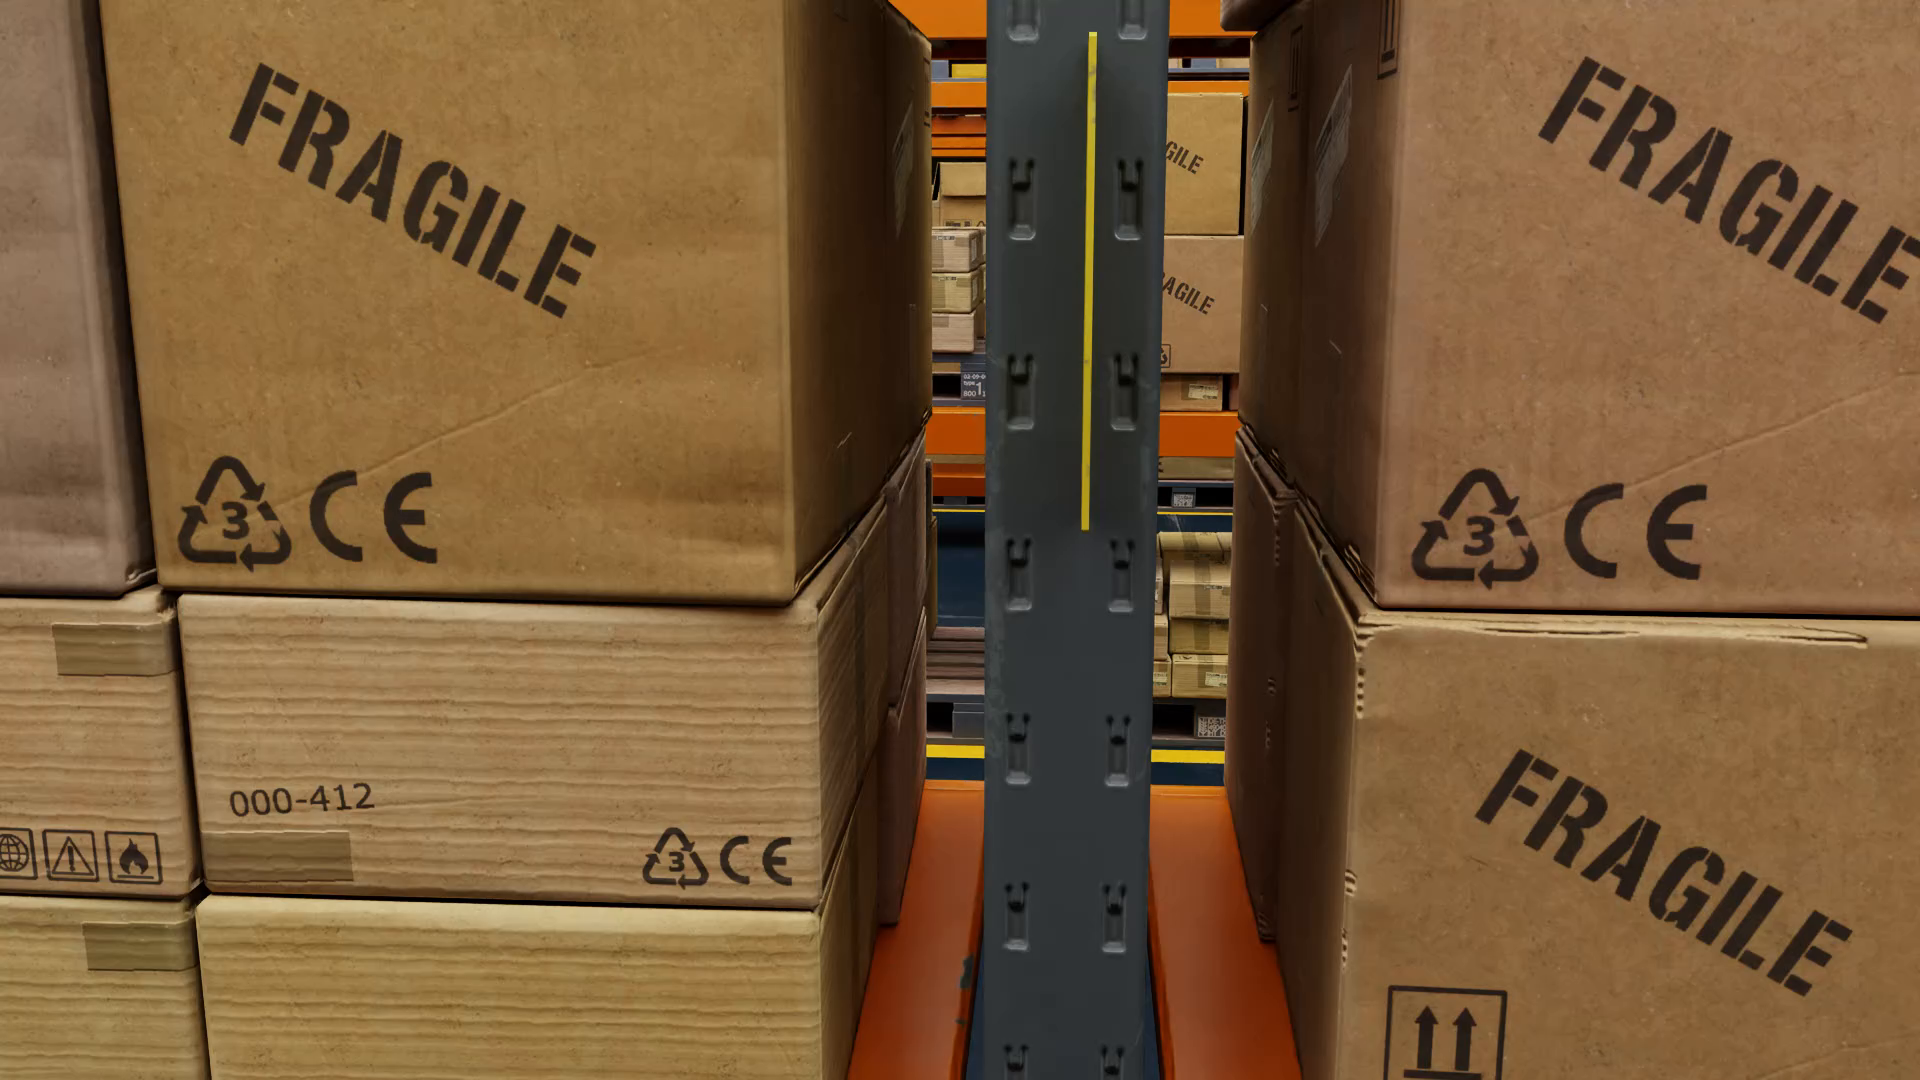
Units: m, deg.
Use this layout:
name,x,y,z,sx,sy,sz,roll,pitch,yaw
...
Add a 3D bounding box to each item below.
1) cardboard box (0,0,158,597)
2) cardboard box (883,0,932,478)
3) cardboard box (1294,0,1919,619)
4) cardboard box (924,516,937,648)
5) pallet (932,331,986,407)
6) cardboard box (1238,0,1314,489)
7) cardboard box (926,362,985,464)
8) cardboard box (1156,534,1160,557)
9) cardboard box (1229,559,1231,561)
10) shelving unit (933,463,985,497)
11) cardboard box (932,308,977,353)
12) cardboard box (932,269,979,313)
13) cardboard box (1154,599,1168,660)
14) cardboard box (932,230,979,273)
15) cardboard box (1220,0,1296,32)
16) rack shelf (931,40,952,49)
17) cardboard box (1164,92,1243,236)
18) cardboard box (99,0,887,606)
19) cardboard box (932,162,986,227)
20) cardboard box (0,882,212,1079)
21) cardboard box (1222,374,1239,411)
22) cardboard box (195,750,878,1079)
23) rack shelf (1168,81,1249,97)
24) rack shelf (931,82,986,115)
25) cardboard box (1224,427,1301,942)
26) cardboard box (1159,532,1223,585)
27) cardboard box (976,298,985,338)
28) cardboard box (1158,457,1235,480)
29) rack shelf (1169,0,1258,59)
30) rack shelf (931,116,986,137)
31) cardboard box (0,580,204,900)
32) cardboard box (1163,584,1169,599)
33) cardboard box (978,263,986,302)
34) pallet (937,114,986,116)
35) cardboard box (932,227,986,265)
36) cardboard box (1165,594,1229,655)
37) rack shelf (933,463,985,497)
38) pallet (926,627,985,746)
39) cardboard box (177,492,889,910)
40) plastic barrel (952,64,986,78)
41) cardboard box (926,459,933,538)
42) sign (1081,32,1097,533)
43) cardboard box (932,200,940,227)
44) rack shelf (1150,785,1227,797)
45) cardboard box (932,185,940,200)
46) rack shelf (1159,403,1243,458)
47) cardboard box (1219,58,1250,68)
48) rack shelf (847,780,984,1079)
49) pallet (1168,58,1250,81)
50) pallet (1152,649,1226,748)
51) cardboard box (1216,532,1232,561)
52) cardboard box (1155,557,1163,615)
name,x,y,z,sx,sy,sz,roll,pitch,yaw
cardboard box,-0.865,-0.255,1.477,0.500,0.500,0.500,1,12,5
cardboard box,-0.305,-0.360,1.975,0.500,0.500,0.500,1,12,4
cardboard box,0.573,-0.239,1.398,0.500,0.500,0.500,1,12,4
cardboard box,-0.375,0.184,7.140,0.500,0.500,0.500,1,12,6
pallet,-0.409,-0.716,6.831,1.213,0.211,1.003,1,12,4
cardboard box,0.604,-0.345,1.905,0.500,0.500,0.500,1,12,3
cardboard box,0.137,-0.951,11.654,0.875,0.875,1.225,1,12,4
cardboard box,0.717,0.081,7.038,0.250,0.149,0.380,1,12,5
cardboard box,1.201,0.186,6.538,0.250,0.149,0.380,1,12,3
shelving unit,0.007,-0.550,10.152,1.048,1.125,0.538,1,12,4
cardboard box,-0.065,-0.817,6.435,0.250,0.149,0.380,1,12,2
cardboard box,-0.066,-0.963,6.405,0.250,0.149,0.380,1,12,5
cardboard box,0.685,0.345,6.502,0.250,0.149,0.380,1,12,6
cardboard box,-0.069,-1.109,6.377,0.250,0.149,0.380,1,12,6
cardboard box,0.443,-0.673,1.890,0.250,0.149,0.380,1,12,3
rack shelf,-1.651,-2.008,6.497,3.809,0.124,0.919,1,12,4
cardboard box,0.778,-1.397,6.209,0.500,0.500,0.500,1,12,5
cardboard box,-0.348,-0.250,1.450,0.500,0.500,0.500,1,12,6
cardboard box,0.139,-2.328,11.378,0.637,0.503,0.797,0,12,2
cardboard box,-0.858,0.355,1.611,0.500,0.250,0.500,1,12,3
cardboard box,1.137,-0.594,6.397,0.250,0.149,0.380,0,12,1
cardboard box,-0.350,0.362,1.577,0.500,0.250,0.500,1,12,2
rack shelf,2.772,-2.870,11.093,4.000,0.370,1.077,1,12,4
rack shelf,-1.219,-2.925,11.354,4.000,0.370,1.077,1,12,4
cardboard box,0.594,0.149,1.988,0.500,0.500,0.500,1,12,4
cardboard box,0.974,0.077,7.060,0.250,0.149,0.380,1,12,4
cardboard box,-0.018,-0.951,7.077,0.250,0.149,0.380,0,12,1
cardboard box,1.430,-0.921,11.510,0.875,0.875,0.875,1,12,4
rack shelf,2.340,-1.858,6.255,4.000,0.370,1.077,1,12,4
rack shelf,-0.888,-3.936,16.191,4.000,0.370,1.077,1,12,4
cardboard box,-0.841,0.110,1.560,0.500,0.250,0.500,1,12,5
cardboard box,0.951,0.216,7.122,0.250,0.149,0.380,0,12,1
cardboard box,-0.018,-1.097,7.047,0.250,0.149,0.380,1,12,5
pallet,0.319,-4.160,15.962,1.003,0.211,1.213,1,12,4
cardboard box,-0.018,-1.242,7.016,0.250,0.149,0.380,1,12,7
cardboard box,0.943,0.330,6.573,0.250,0.149,0.380,1,12,4
rack shelf,0.007,-0.311,10.203,1.000,0.278,0.538,1,12,4
pallet,-0.433,0.585,6.954,1.213,0.211,1.003,1,12,4
cardboard box,-0.342,0.116,1.534,0.500,0.250,0.500,1,12,4
plastic barrel,0.183,-4.530,15.786,0.600,0.588,0.600,0,12,0
cardboard box,-0.375,-0.182,7.062,0.500,0.250,0.500,0,12,1
sign,0.088,-0.174,1.137,0.005,0.325,0.100,1,12,4
cardboard box,-0.325,-4.071,21.133,0.500,0.500,0.700,-2,12,-11
rack shelf,2.110,0.623,1.721,4.000,0.370,1.077,1,12,4
cardboard box,-0.241,-5.365,25.740,0.500,0.250,0.500,1,12,3
rack shelf,2.506,-1.610,8.795,4.006,1.845,5.958,1,12,4
cardboard box,3.428,-5.795,20.635,0.500,0.500,0.700,1,12,4
rack shelf,-1.881,0.568,1.983,4.000,0.370,1.077,1,12,4
pallet,1.592,-3.193,11.095,1.213,0.211,1.003,1,12,4
pallet,1.017,0.598,6.896,1.213,0.211,1.003,1,12,4
cardboard box,1.223,0.078,7.051,0.250,0.149,0.380,1,12,3
cardboard box,0.674,0.176,6.583,0.250,0.149,0.380,1,12,6
